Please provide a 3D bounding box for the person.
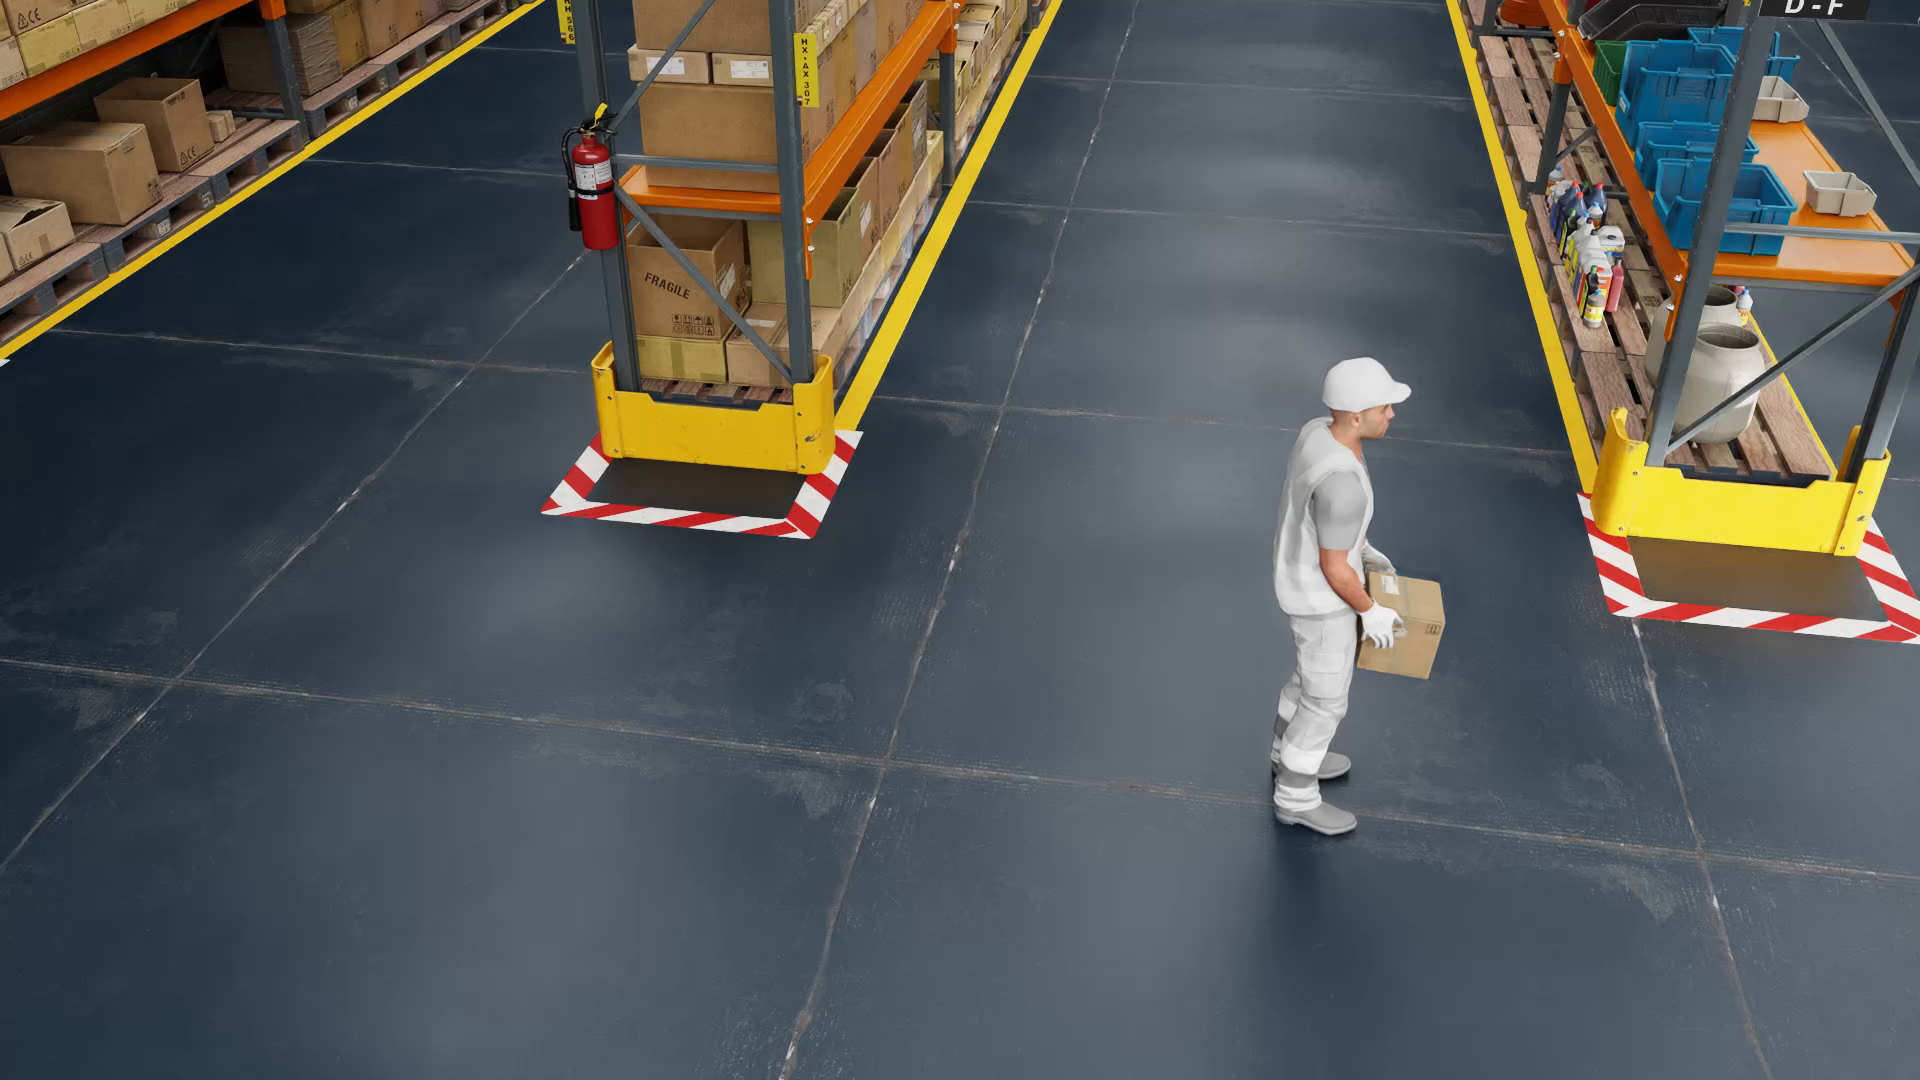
[{"bbox_3d":[1.310,0.184,5.819,0.449,1.791,0.537,5,32,7],"label":"person"}]
